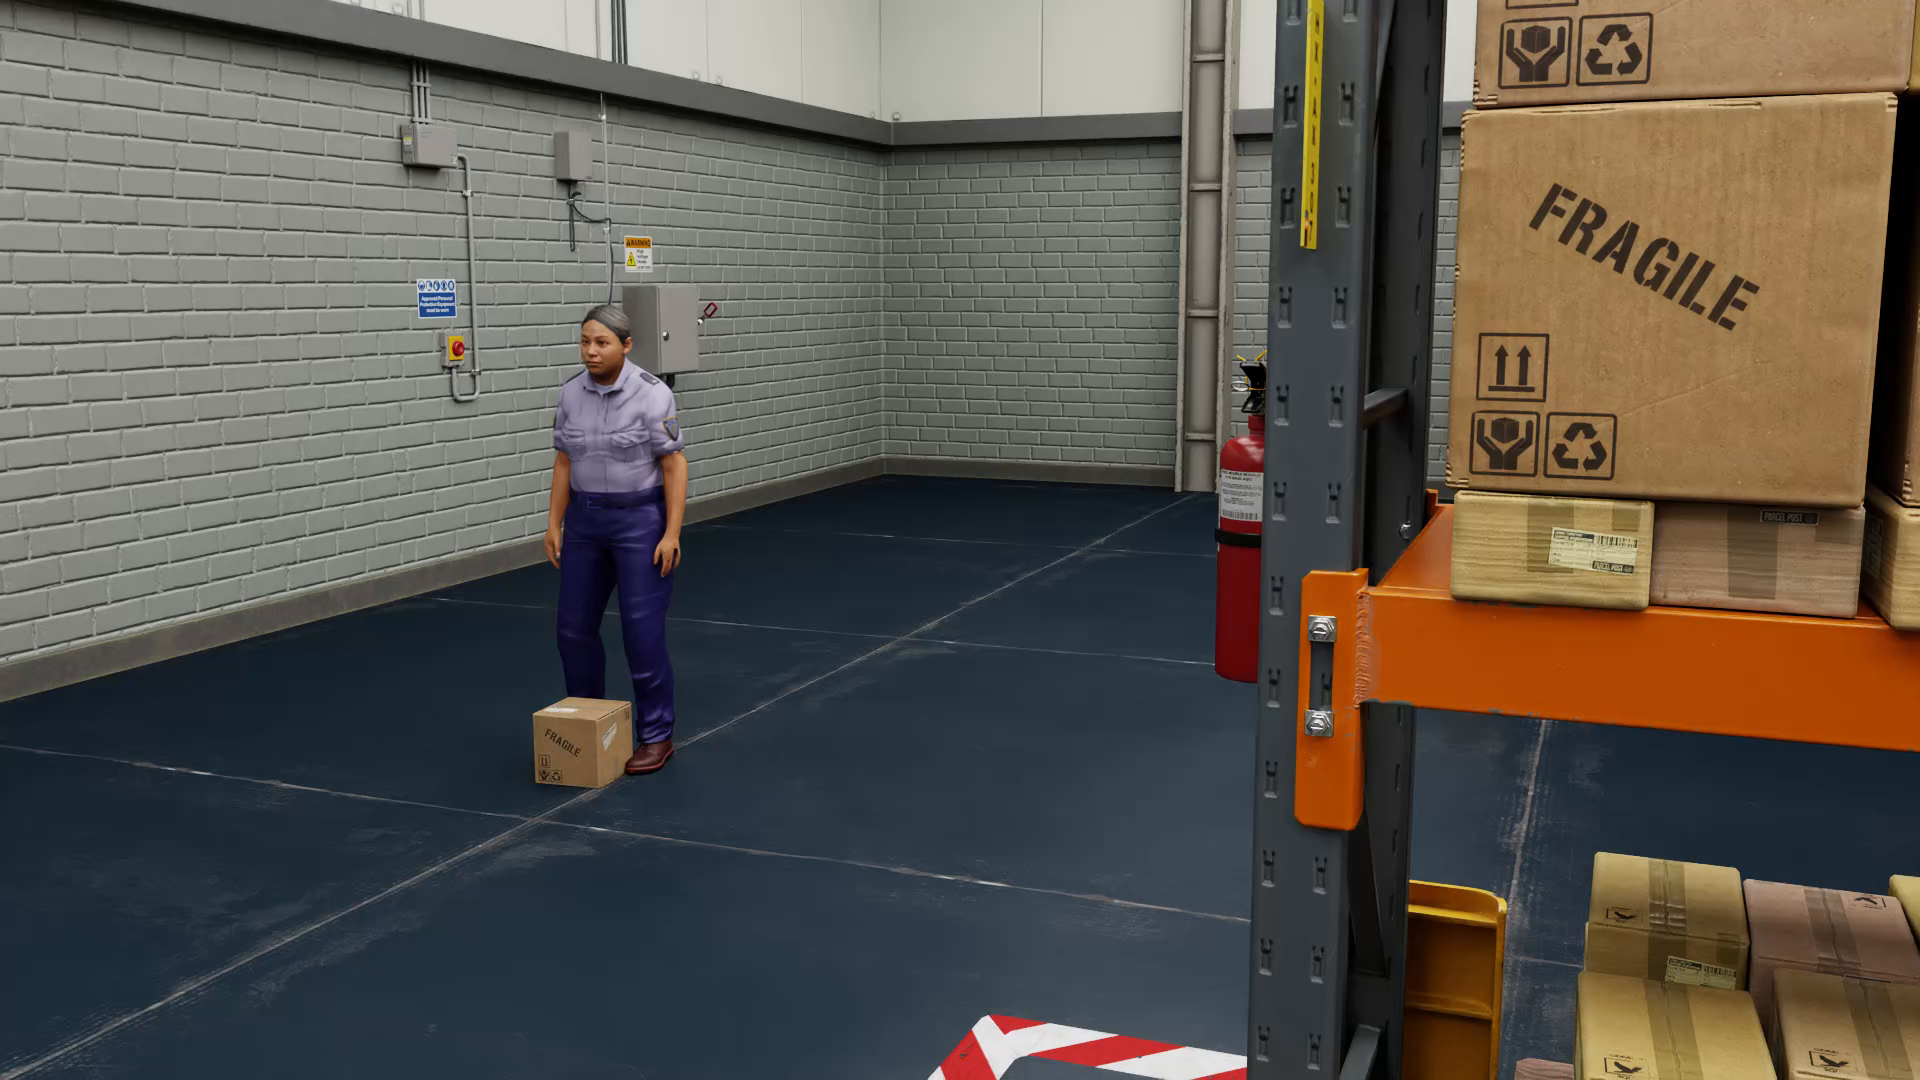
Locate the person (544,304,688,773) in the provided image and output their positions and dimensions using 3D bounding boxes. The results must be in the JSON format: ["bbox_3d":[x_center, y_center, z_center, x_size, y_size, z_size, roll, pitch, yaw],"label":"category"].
[{"bbox_3d":[-1.240,-0.014,5.970,0.560,1.653,0.366,3,9,19],"label":"person"}]
